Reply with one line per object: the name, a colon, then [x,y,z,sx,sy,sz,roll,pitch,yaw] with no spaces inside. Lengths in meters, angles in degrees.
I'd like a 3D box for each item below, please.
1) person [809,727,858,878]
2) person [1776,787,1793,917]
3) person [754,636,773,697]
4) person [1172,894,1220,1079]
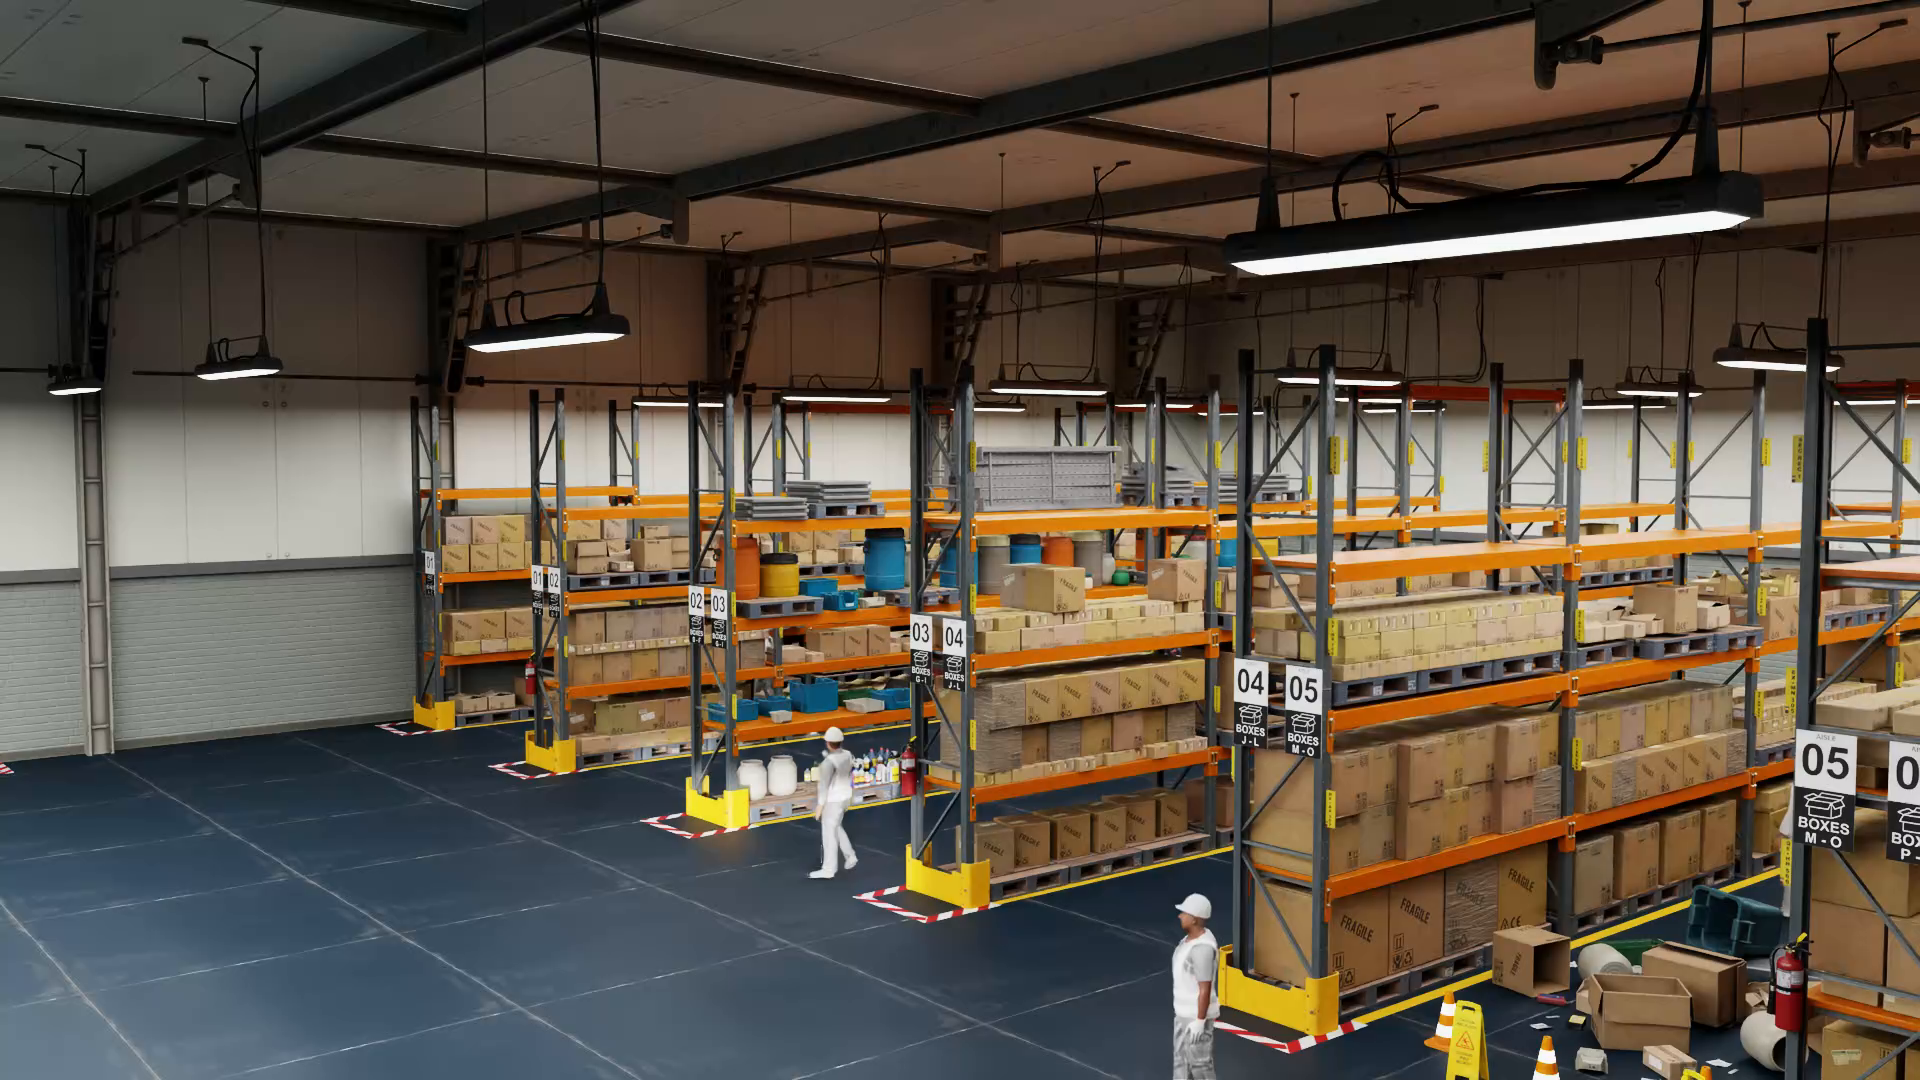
person: [-1.493,3.103,19.791,0.458,1.776,0.623,1,4,20]
person: [9.222,3.214,18.123,0.631,1.789,0.439,0,3,4]
person: [-3.831,2.466,32.237,0.524,1.755,0.392,-2,4,-27]
person: [1.665,3.535,12.422,0.549,1.799,0.570,0,3,4]
